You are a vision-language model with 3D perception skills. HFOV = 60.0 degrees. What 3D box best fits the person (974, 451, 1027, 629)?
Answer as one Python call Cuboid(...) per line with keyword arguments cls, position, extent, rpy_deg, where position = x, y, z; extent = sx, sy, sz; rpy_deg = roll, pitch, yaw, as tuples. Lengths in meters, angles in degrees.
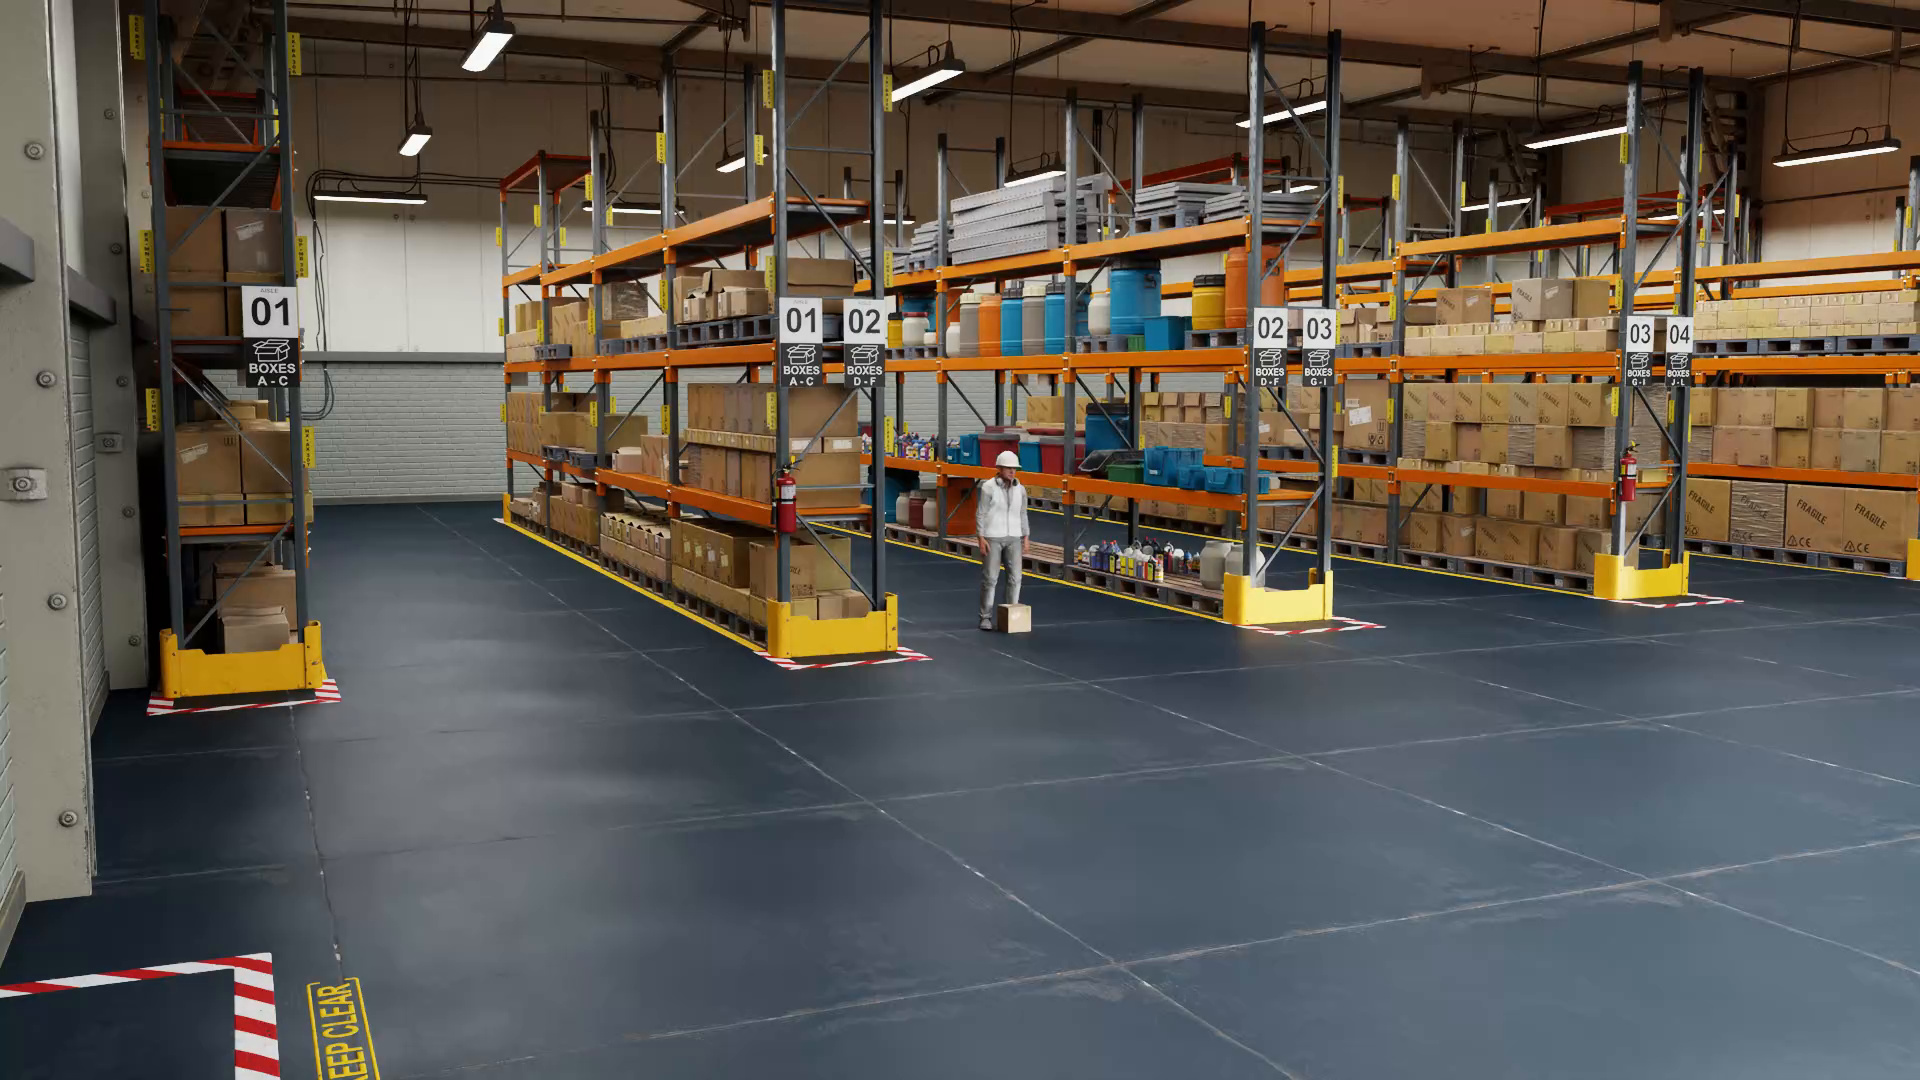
Cuboid(cls="person", position=(0.422, -0.004, 16.661), extent=(0.582, 1.769, 0.476), rpy_deg=(-3, 6, -27))
